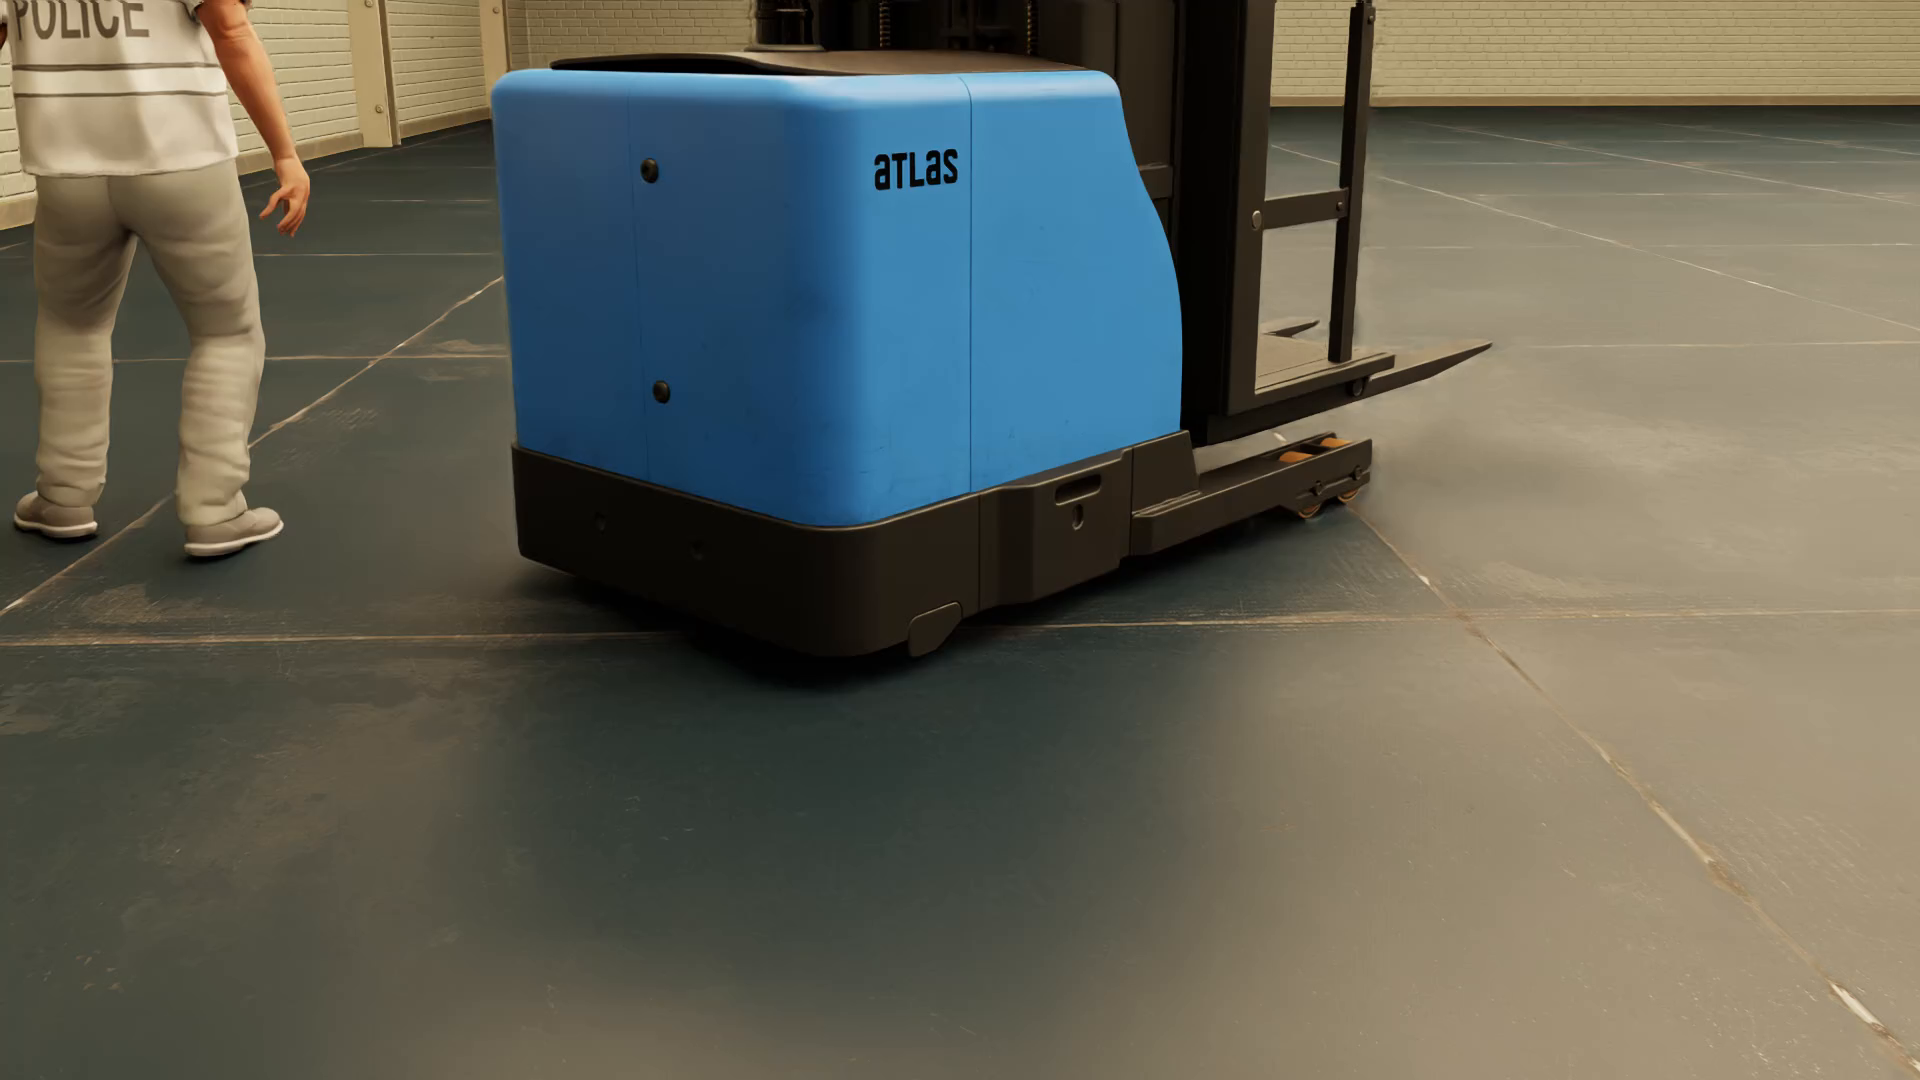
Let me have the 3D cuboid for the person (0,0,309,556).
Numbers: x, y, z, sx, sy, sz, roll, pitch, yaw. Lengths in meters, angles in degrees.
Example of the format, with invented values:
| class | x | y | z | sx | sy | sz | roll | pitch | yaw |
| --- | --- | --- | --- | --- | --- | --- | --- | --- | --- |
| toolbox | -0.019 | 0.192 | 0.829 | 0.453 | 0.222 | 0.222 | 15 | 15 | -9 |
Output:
| class | x | y | z | sx | sy | sz | roll | pitch | yaw |
| --- | --- | --- | --- | --- | --- | --- | --- | --- | --- |
| person | -1.859 | -0.822 | 3.699 | 0.874 | 1.719 | 0.426 | 0 | 17 | 0 |

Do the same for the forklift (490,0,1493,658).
| class | x | y | z | sx | sy | sz | roll | pitch | yaw |
| --- | --- | --- | --- | --- | --- | --- | --- | --- | --- |
| forklift | 0.401 | -1.541 | 3.945 | 1.130 | 2.935 | 3.031 | 15 | 22 | 40 |
